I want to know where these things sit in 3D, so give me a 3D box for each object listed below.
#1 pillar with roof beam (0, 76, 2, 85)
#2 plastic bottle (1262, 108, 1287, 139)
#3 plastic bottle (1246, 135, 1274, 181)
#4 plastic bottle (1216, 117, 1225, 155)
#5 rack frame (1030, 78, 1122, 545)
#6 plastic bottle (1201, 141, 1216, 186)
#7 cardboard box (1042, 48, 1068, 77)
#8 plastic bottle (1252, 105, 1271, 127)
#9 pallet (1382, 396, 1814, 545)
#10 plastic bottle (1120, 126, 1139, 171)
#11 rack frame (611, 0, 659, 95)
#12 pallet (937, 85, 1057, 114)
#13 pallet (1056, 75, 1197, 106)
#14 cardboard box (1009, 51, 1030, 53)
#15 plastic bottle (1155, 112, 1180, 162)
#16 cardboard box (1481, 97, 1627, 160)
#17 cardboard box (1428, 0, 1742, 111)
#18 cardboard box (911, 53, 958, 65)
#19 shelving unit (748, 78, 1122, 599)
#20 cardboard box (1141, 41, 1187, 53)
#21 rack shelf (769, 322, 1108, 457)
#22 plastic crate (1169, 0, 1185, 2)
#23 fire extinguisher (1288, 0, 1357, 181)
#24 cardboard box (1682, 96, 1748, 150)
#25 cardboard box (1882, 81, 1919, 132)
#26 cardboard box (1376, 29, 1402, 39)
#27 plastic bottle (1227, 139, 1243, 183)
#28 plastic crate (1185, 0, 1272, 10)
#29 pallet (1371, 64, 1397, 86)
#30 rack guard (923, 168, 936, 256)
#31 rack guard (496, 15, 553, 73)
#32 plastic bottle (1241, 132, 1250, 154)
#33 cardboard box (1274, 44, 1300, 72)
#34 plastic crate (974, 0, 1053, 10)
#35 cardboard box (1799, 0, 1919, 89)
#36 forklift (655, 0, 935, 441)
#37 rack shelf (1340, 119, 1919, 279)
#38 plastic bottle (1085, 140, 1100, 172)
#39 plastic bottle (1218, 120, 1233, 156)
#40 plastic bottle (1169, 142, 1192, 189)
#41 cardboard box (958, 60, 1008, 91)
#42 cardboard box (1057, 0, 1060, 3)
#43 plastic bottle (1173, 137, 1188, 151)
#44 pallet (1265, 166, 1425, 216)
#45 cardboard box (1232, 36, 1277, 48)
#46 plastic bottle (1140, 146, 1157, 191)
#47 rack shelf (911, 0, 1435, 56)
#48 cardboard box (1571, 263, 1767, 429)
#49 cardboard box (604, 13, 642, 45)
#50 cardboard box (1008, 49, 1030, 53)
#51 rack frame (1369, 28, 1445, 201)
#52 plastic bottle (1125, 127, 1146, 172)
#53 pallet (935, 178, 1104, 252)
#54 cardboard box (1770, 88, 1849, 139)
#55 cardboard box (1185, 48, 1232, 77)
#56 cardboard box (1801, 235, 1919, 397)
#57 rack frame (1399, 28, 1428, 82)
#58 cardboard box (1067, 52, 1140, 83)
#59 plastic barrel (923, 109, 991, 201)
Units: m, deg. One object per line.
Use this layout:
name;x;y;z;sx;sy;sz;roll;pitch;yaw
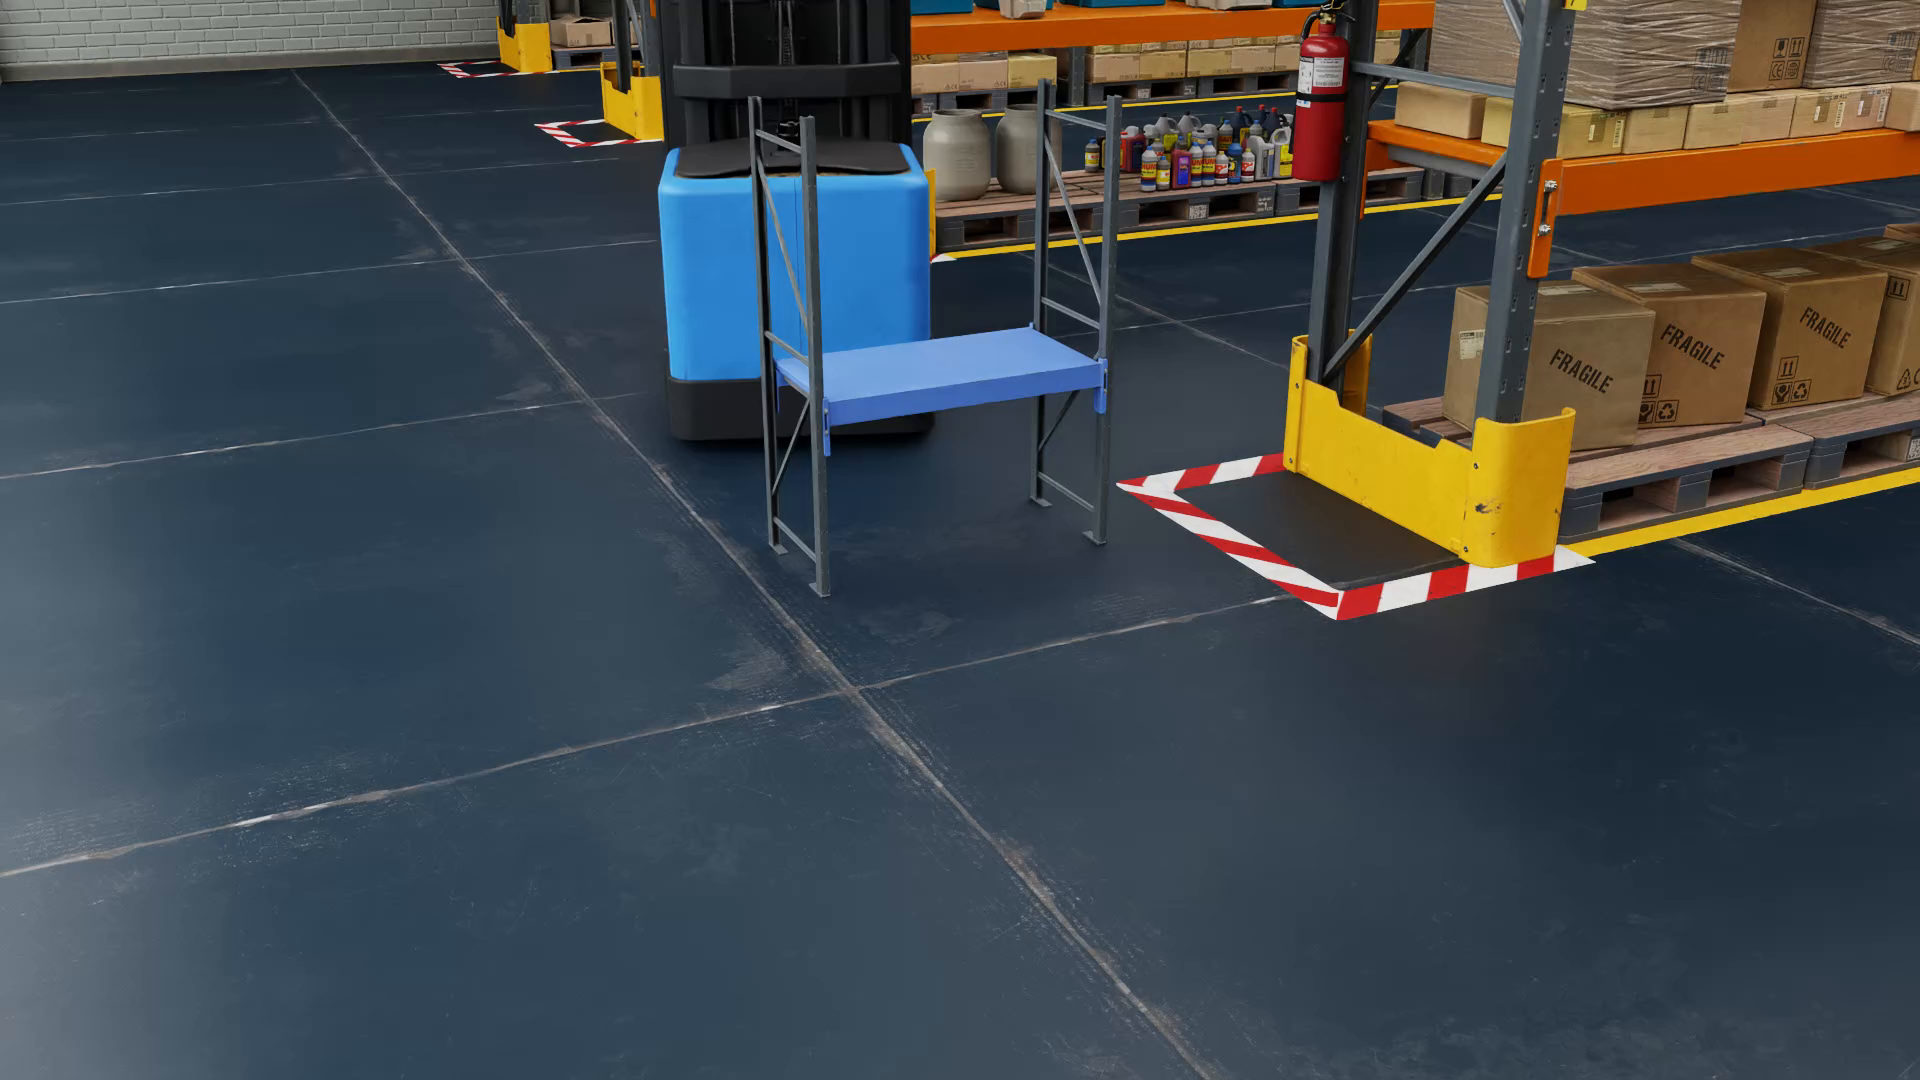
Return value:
pillar with roof beam;-8.158;-7.330;11.691;0.400;9.000;9.100;-10;25;-24
plastic bottle;2.181;-2.810;11.506;0.185;0.351;0.144;-10;25;-24
plastic bottle;1.959;-2.499;10.852;0.135;0.276;0.152;-10;24;-23
plastic bottle;1.782;-2.785;11.531;0.133;0.283;0.061;-9;24;-21
rack frame;0.381;-0.763;5.633;0.032;1.500;0.500;-10;25;-24
plastic bottle;1.590;-2.418;10.661;0.097;0.271;0.097;0;22;0
cardboard box;1.129;-4.672;16.160;0.500;0.250;0.500;-11;25;-24
plastic bottle;2.119;-2.860;11.626;0.185;0.351;0.144;-10;24;-22
pallet;2.386;-0.348;6.315;1.213;0.211;1.003;-10;25;-24
plastic bottle;1.126;-2.641;11.194;0.135;0.276;0.152;-10;25;-23
rack frame;-2.723;-4.916;13.704;0.127;3.000;1.000;-10;25;-24
pallet;0.147;-4.173;15.556;1.213;0.211;1.003;-10;25;-24
pallet;1.528;-4.427;16.168;1.213;0.211;1.003;-10;25;-24
cardboard box;0.332;-4.530;15.819;0.500;0.250;0.500;-10;25;-24
plastic bottle;1.398;-2.727;11.305;0.185;0.351;0.144;-9;24;-21
cardboard box;1.930;-1.350;5.418;0.250;0.149;0.380;-10;25;-24
cardboard box;2.078;-1.767;5.576;0.500;0.500;0.875;-10;25;-24
cardboard box;-0.346;-4.534;14.847;0.500;0.500;0.500;-10;25;-24
shelving unit;-0.077;-0.679;5.429;1.048;1.500;0.538;-10;25;-24
cardboard box;1.815;-4.826;15.799;0.500;0.311;0.500;-11;25;-24
rack shelf;-0.077;-0.513;5.498;1.000;0.185;0.538;-10;25;-24
plastic crate;1.681;-3.646;10.913;0.662;0.188;0.450;-10;25;-24
fire extinguisher;1.267;-1.605;5.807;0.183;0.674;0.296;-10;25;-24
cardboard box;2.396;-1.421;5.590;0.250;0.149;0.380;-10;25;-24
cardboard box;3.324;-1.566;5.939;0.250;0.149;0.380;-10;25;-24
cardboard box;4.120;-5.254;16.833;0.500;0.311;0.500;-10;24;-22
plastic bottle;1.772;-2.451;10.742;0.097;0.271;0.097;0;22;0
plastic crate;1.673;-3.393;10.370;0.437;0.136;0.530;-10;25;-24
pallet;3.727;-4.831;17.145;1.213;0.211;1.003;-10;25;-24
rack guard;-0.530;-2.082;10.126;0.348;0.500;1.175;-10;25;-24
rack guard;-4.806;-5.480;18.335;0.348;0.500;1.175;-10;25;-24
plastic bottle;1.912;-2.539;10.939;0.133;0.283;0.061;-10;25;-24
cardboard box;3.200;-4.826;16.533;0.500;0.250;0.500;-10;24;-22
plastic crate;0.331;-3.431;10.312;0.408;0.251;0.499;-10;25;-24
cardboard box;2.945;-1.959;6.041;0.500;0.500;0.875;-10;25;-24
forklift;-0.784;-2.270;7.401;1.130;2.935;3.031;-3;23;-6
rack shelf;3.372;-1.501;6.394;4.000;0.370;1.077;-10;25;-24
plastic bottle;0.887;-2.574;11.130;0.097;0.201;0.097;0;22;0
plastic bottle;1.832;-2.755;11.475;0.097;0.271;0.097;0;22;0
plastic bottle;1.403;-2.381;10.556;0.133;0.283;0.061;-10;25;-23
cardboard box;0.103;-4.271;15.192;0.500;0.250;0.500;-10;25;-24
cardboard box;1.193;-6.815;20.985;0.500;0.500;0.700;-10;25;-24
plastic bottle;1.490;-2.624;11.251;0.097;0.201;0.097;0;22;0
pallet;2.403;-2.486;11.480;1.213;0.211;1.003;-10;25;-24
cardboard box;2.746;-5.000;16.220;0.500;0.311;0.500;-10;24;-22
plastic bottle;1.191;-2.344;10.483;0.097;0.271;0.097;0;22;0
rack shelf;1.224;-3.207;10.517;4.000;0.370;1.077;-10;25;-24
cardboard box;2.664;-0.749;6.357;0.500;0.500;0.500;-4;23;-10
cardboard box;-3.699;-5.762;18.687;0.500;0.311;0.500;-8;24;-19
cardboard box;0.328;-4.880;15.684;0.500;0.500;0.500;-10;25;-24
rack frame;3.026;-3.872;11.181;0.127;3.000;1.000;-10;25;-24
plastic bottle;1.172;-2.608;11.104;0.133;0.283;0.061;-10;25;-24
pallet;0.204;-2.081;10.502;1.213;0.211;1.003;-10;25;-24
cardboard box;2.840;-1.509;5.802;0.250;0.149;0.380;-10;25;-24
cardboard box;2.279;-4.656;16.121;0.500;0.250;0.500;-11;25;-25
cardboard box;3.758;-0.924;6.778;0.500;0.500;0.500;-13;26;-28
rack frame;4.485;-6.243;16.910;0.127;3.000;1.000;-10;25;-24
cardboard box;1.352;-4.484;15.708;0.500;0.250;0.500;-11;25;-25
plastic barrel;-0.018;-2.388;10.301;0.421;0.512;0.421;0;22;0
